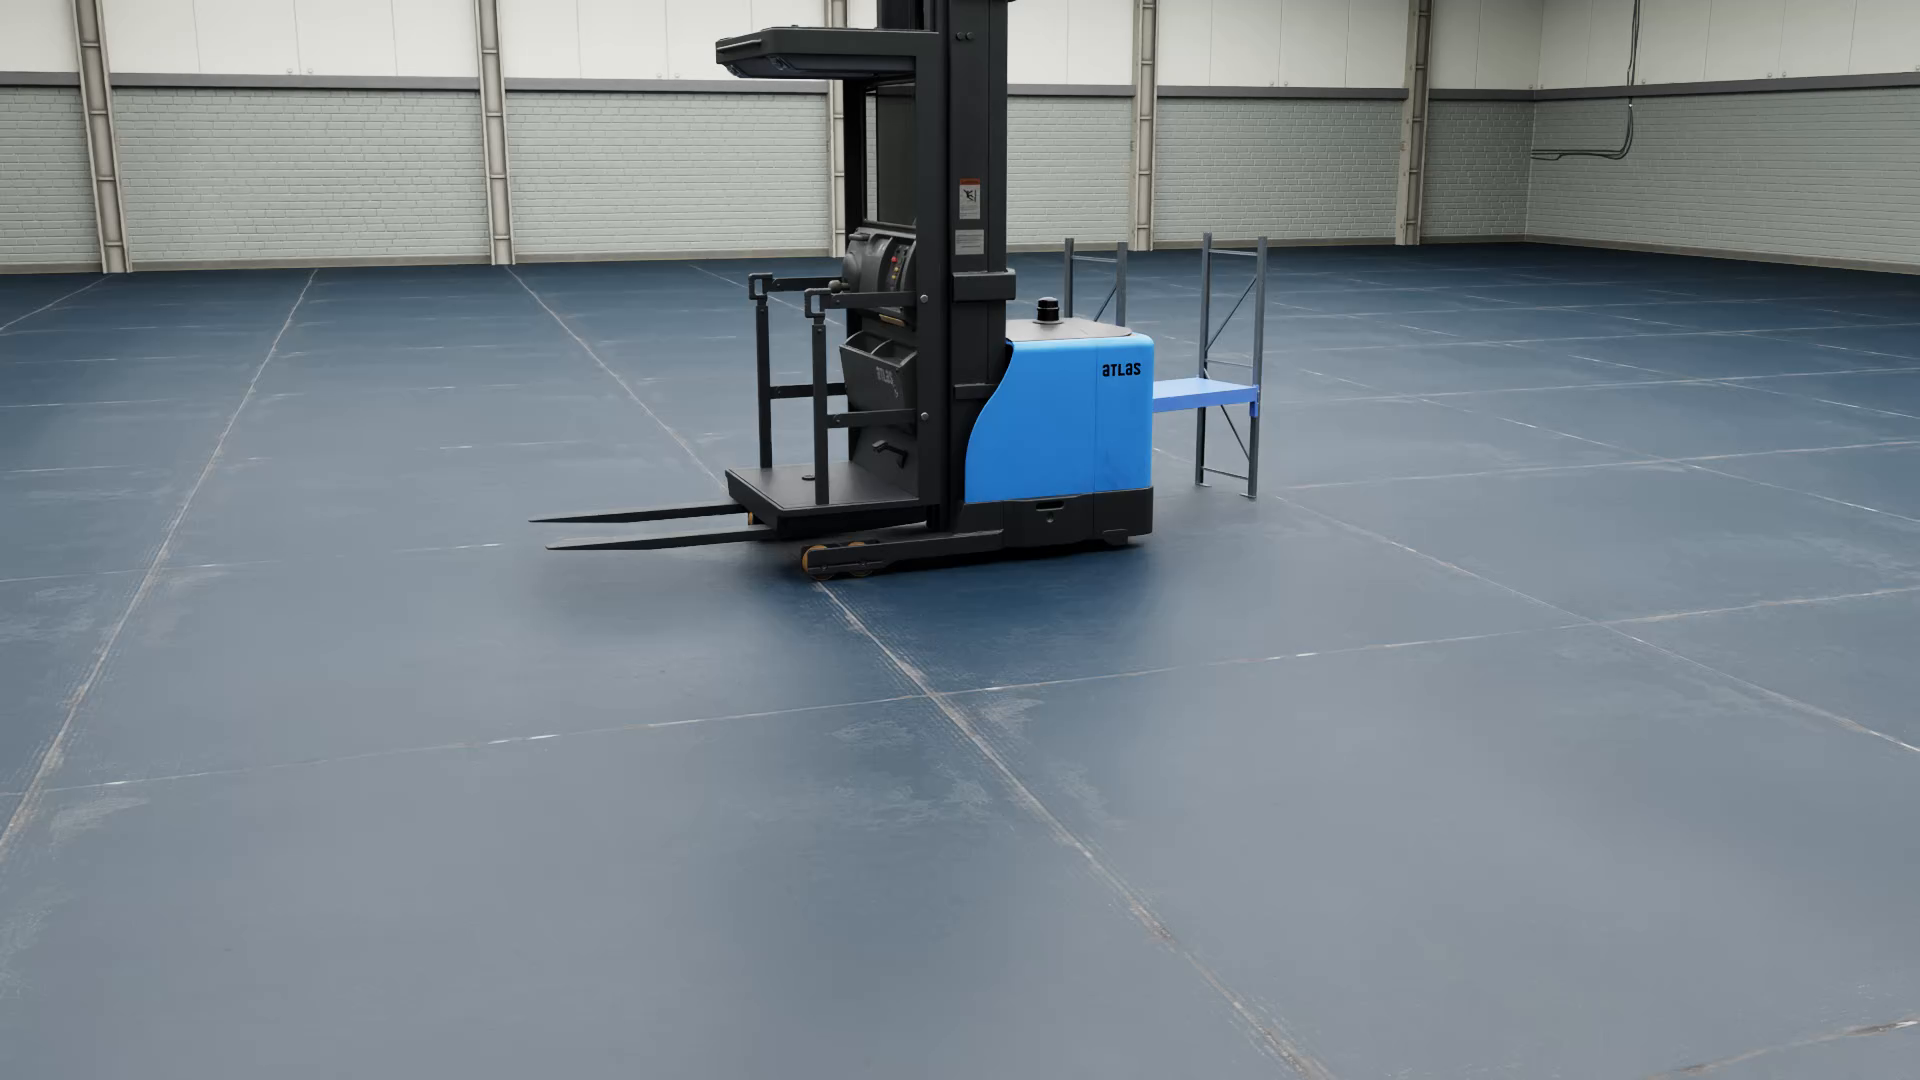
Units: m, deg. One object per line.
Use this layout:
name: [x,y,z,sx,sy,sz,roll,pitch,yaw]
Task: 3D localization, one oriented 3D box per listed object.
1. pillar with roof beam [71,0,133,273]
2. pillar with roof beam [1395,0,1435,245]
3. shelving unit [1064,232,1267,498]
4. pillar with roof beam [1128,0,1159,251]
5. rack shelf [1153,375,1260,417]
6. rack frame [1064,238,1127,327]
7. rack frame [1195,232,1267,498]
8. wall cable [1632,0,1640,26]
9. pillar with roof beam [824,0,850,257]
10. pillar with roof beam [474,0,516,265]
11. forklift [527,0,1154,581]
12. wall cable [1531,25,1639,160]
pillar with roof beam: [-12.180,-7.744,21.754,0.400,9.000,9.100,-4,14,-18]
pillar with roof beam: [10.567,-9.516,29.201,0.400,9.000,9.100,-4,14,-18]
shelving unit: [1.152,-0.955,9.419,1.048,1.500,0.538,-9,16,-33]
pillar with roof beam: [4.880,-9.073,27.339,0.400,9.000,9.100,-4,14,-18]
rack shelf: [1.152,-0.780,9.460,1.000,0.185,0.538,-9,16,-33]
rack frame: [0.730,-0.890,9.142,0.032,1.500,0.500,-9,16,-33]
rack frame: [1.573,-1.021,9.695,0.032,1.500,0.500,-9,16,-33]
wall cable: [13.270,-10.740,30.146,0.112,2.526,3.097,-4,14,-18]
pillar with roof beam: [-0.807,-8.630,25.478,0.400,9.000,9.100,-4,14,-18]
pillar with roof beam: [-6.493,-8.187,23.616,0.400,9.000,9.100,-4,14,-18]
forklift: [-0.583,-1.372,8.077,3.031,2.935,1.130,-5,14,-21]
wall cable: [12.408,-8.877,33.224,0.112,2.526,3.097,-4,14,-18]
